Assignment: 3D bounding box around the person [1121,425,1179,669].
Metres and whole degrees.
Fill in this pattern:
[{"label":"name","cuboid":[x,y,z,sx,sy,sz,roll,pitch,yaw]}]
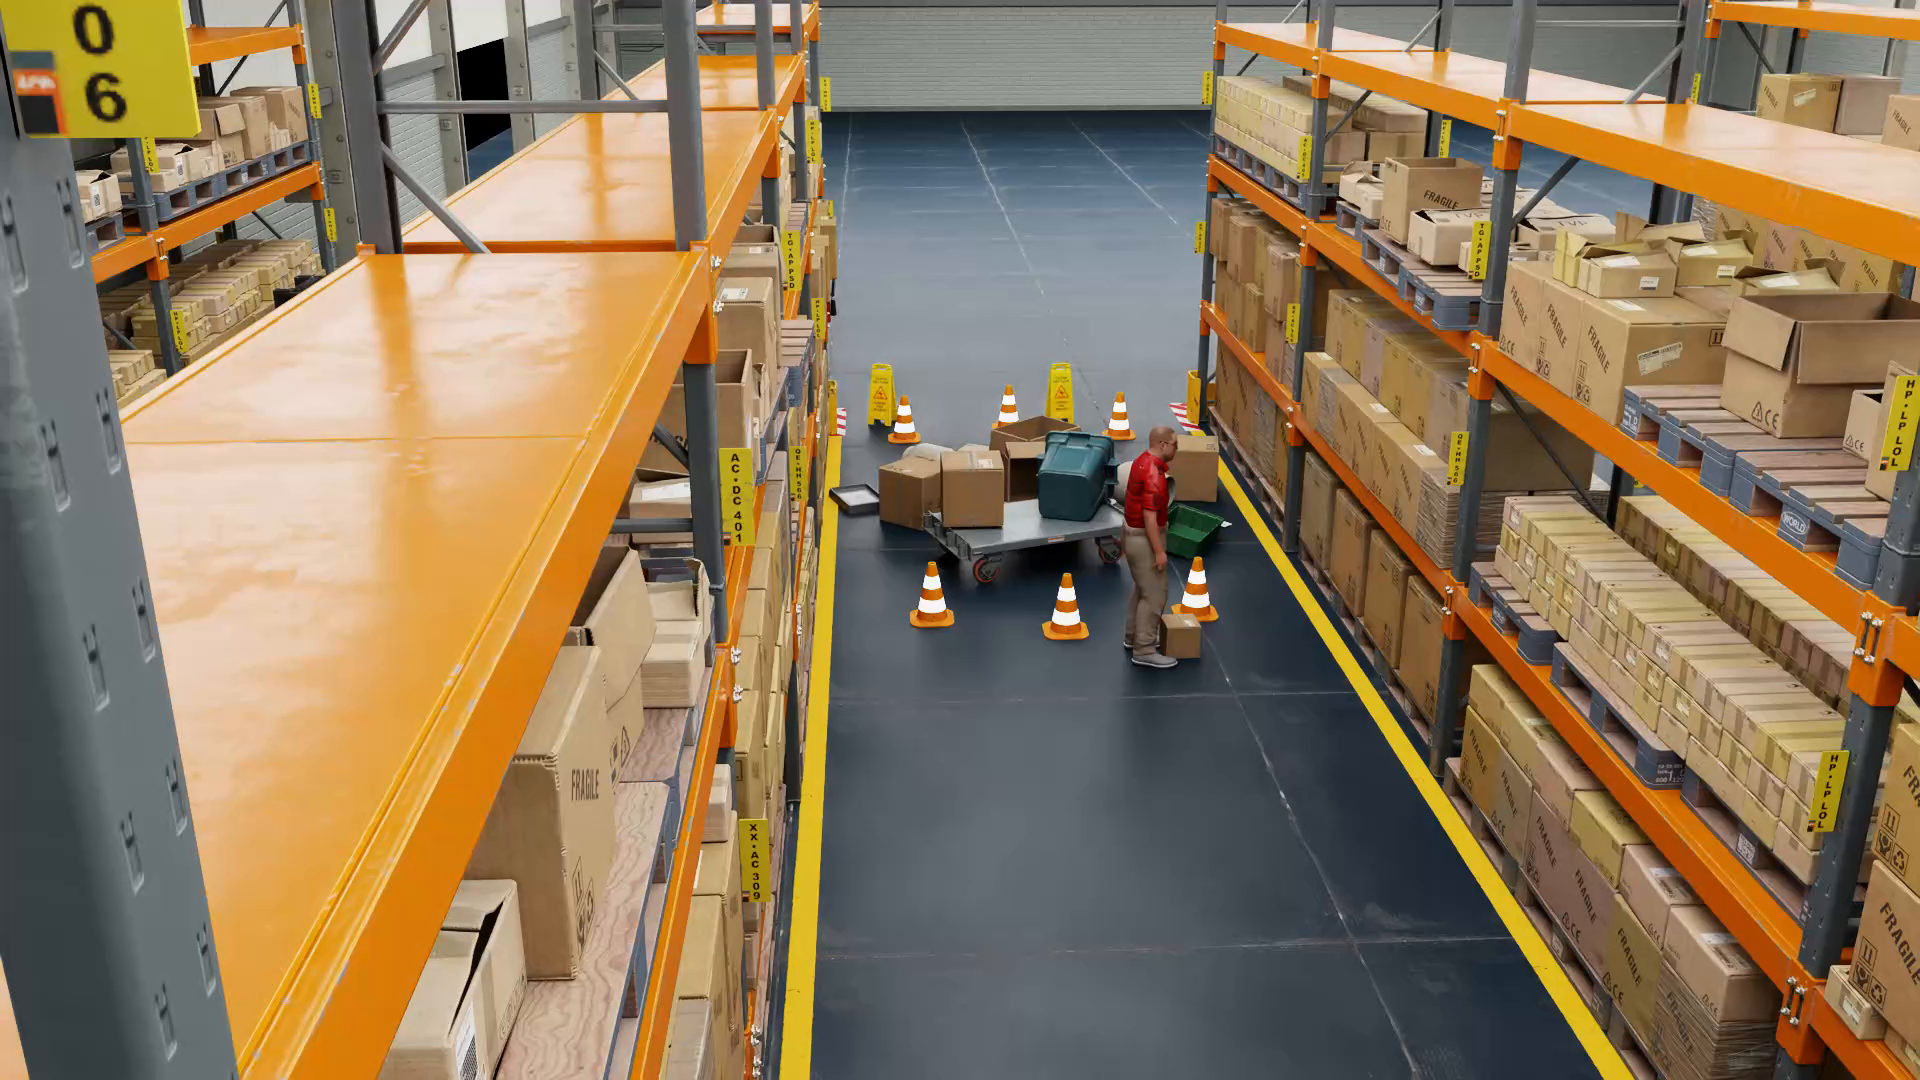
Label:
[{"label":"person","cuboid":[1.358,0.020,11.895,0.390,1.727,0.586,-1,20,-3]}]
